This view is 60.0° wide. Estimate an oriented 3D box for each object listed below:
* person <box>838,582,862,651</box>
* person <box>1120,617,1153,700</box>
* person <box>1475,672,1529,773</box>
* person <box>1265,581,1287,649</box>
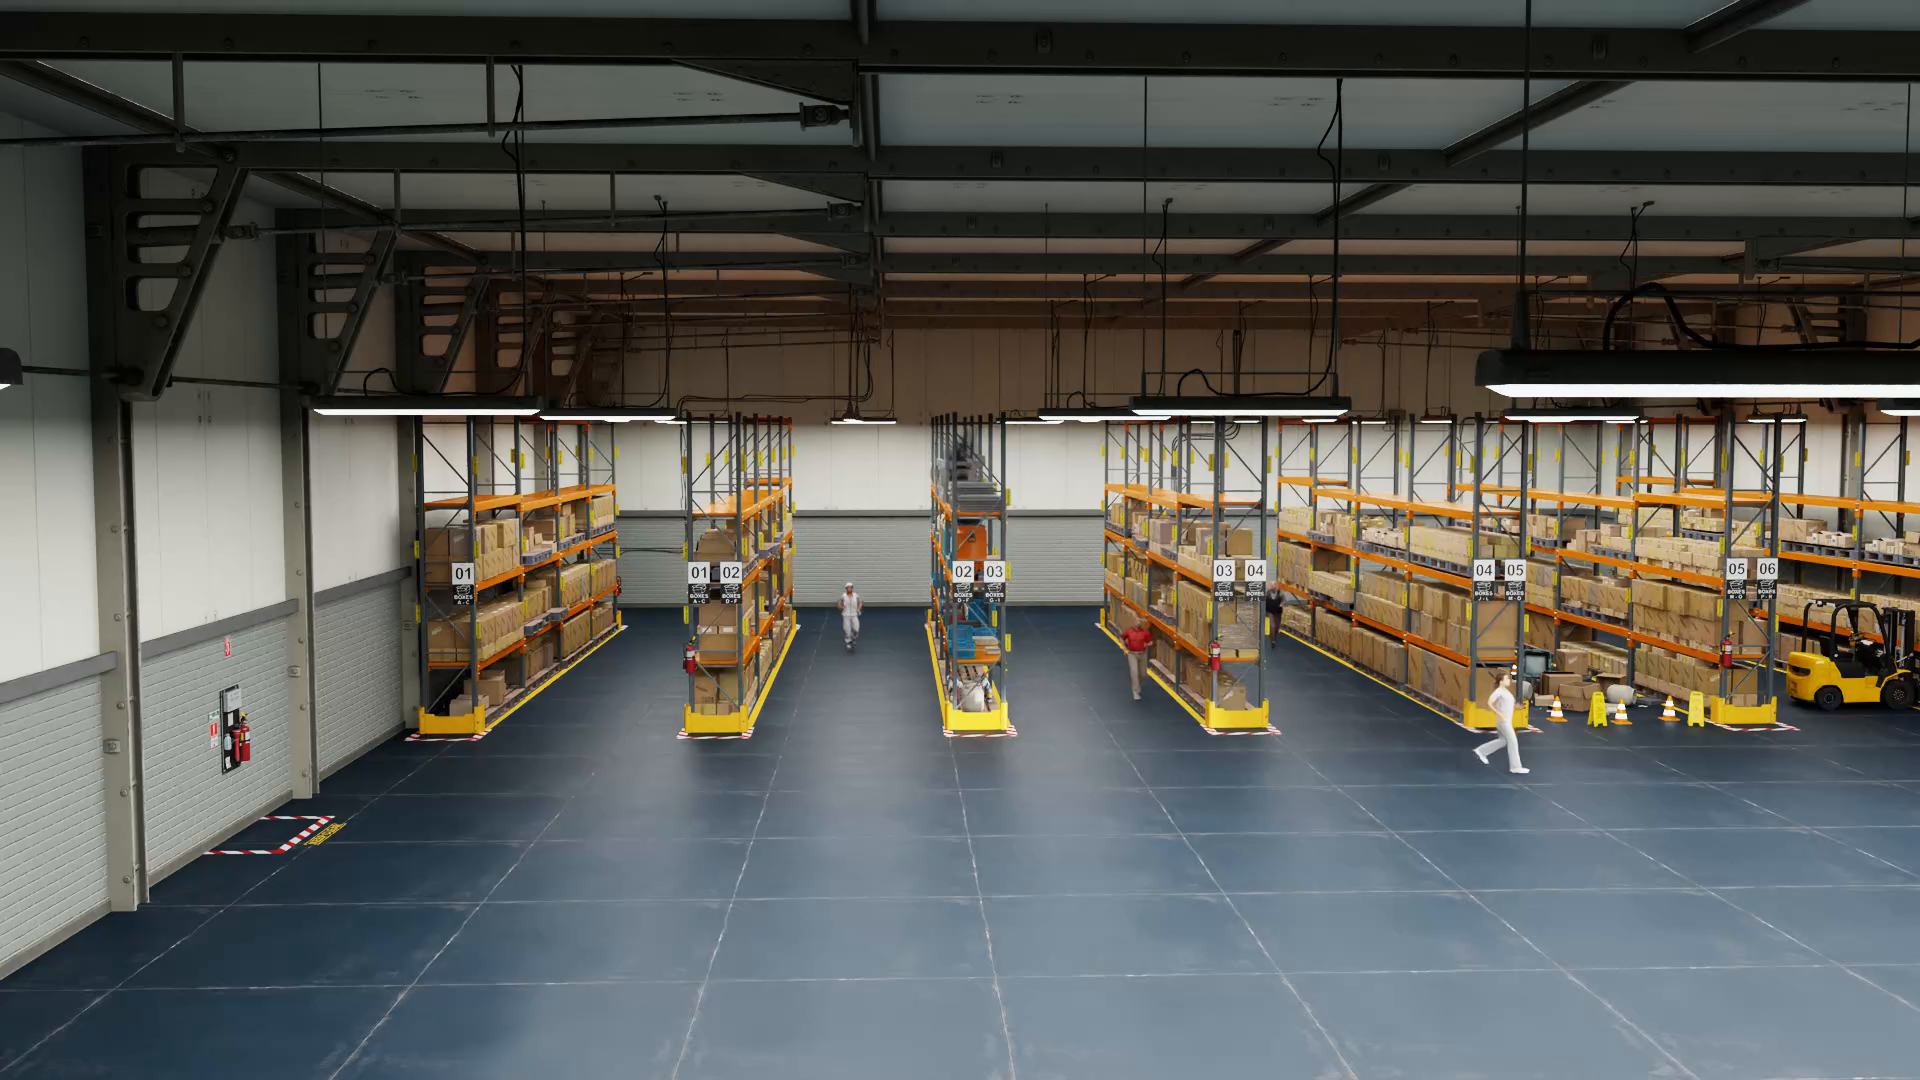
[{"bbox_3d":[-2.772,1.959,42.249,0.640,1.750,0.604,-1,4,-11],"label":"person"},{"bbox_3d":[3.741,2.469,35.083,0.672,1.701,0.912,0,4,-4],"label":"person"},{"bbox_3d":[8.984,3.006,27.558,0.929,1.645,0.574,3,5,33],"label":"person"},{"bbox_3d":[8.172,1.928,43.260,0.652,1.731,0.862,0,4,3],"label":"person"}]
